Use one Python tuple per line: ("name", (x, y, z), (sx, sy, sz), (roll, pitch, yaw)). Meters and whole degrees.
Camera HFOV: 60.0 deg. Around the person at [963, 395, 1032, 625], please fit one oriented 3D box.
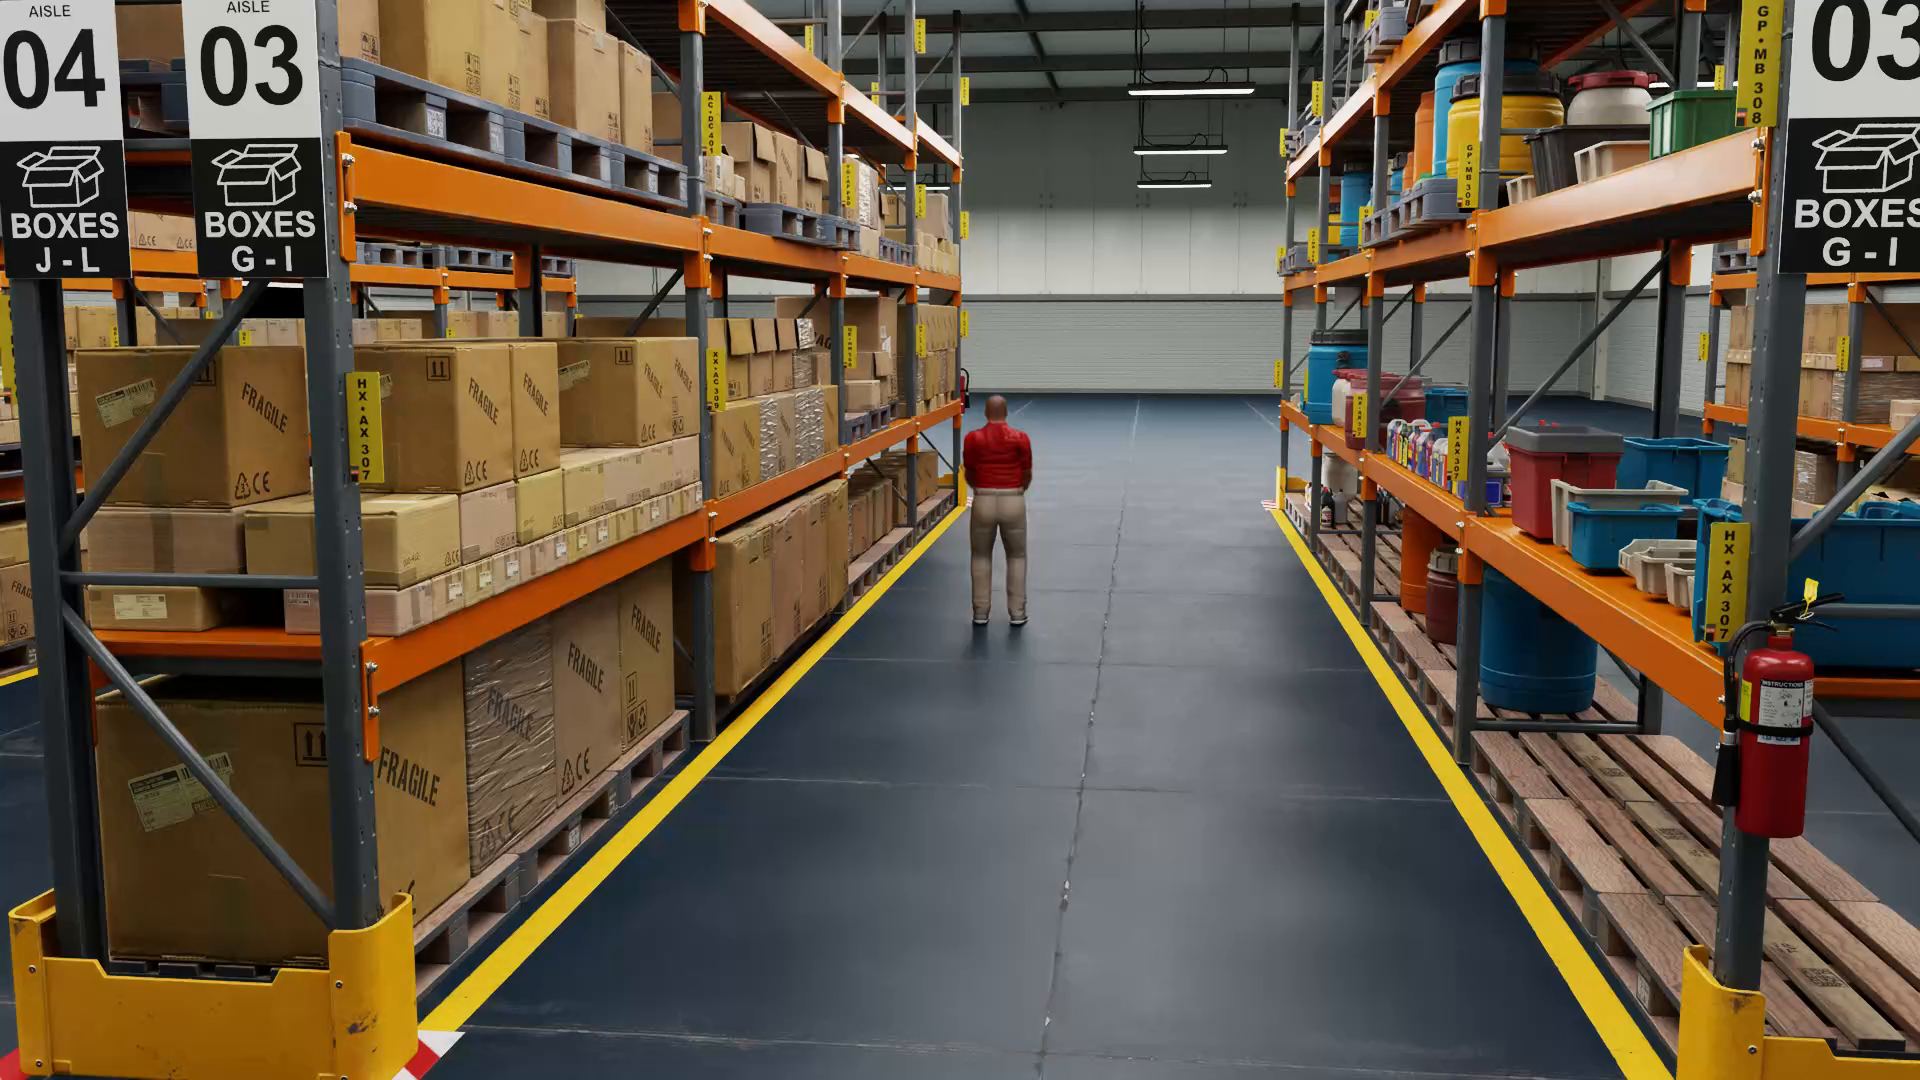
("person", (0.290, -0.236, 12.620), (0.521, 1.729, 0.517), (1, 8, 6))
